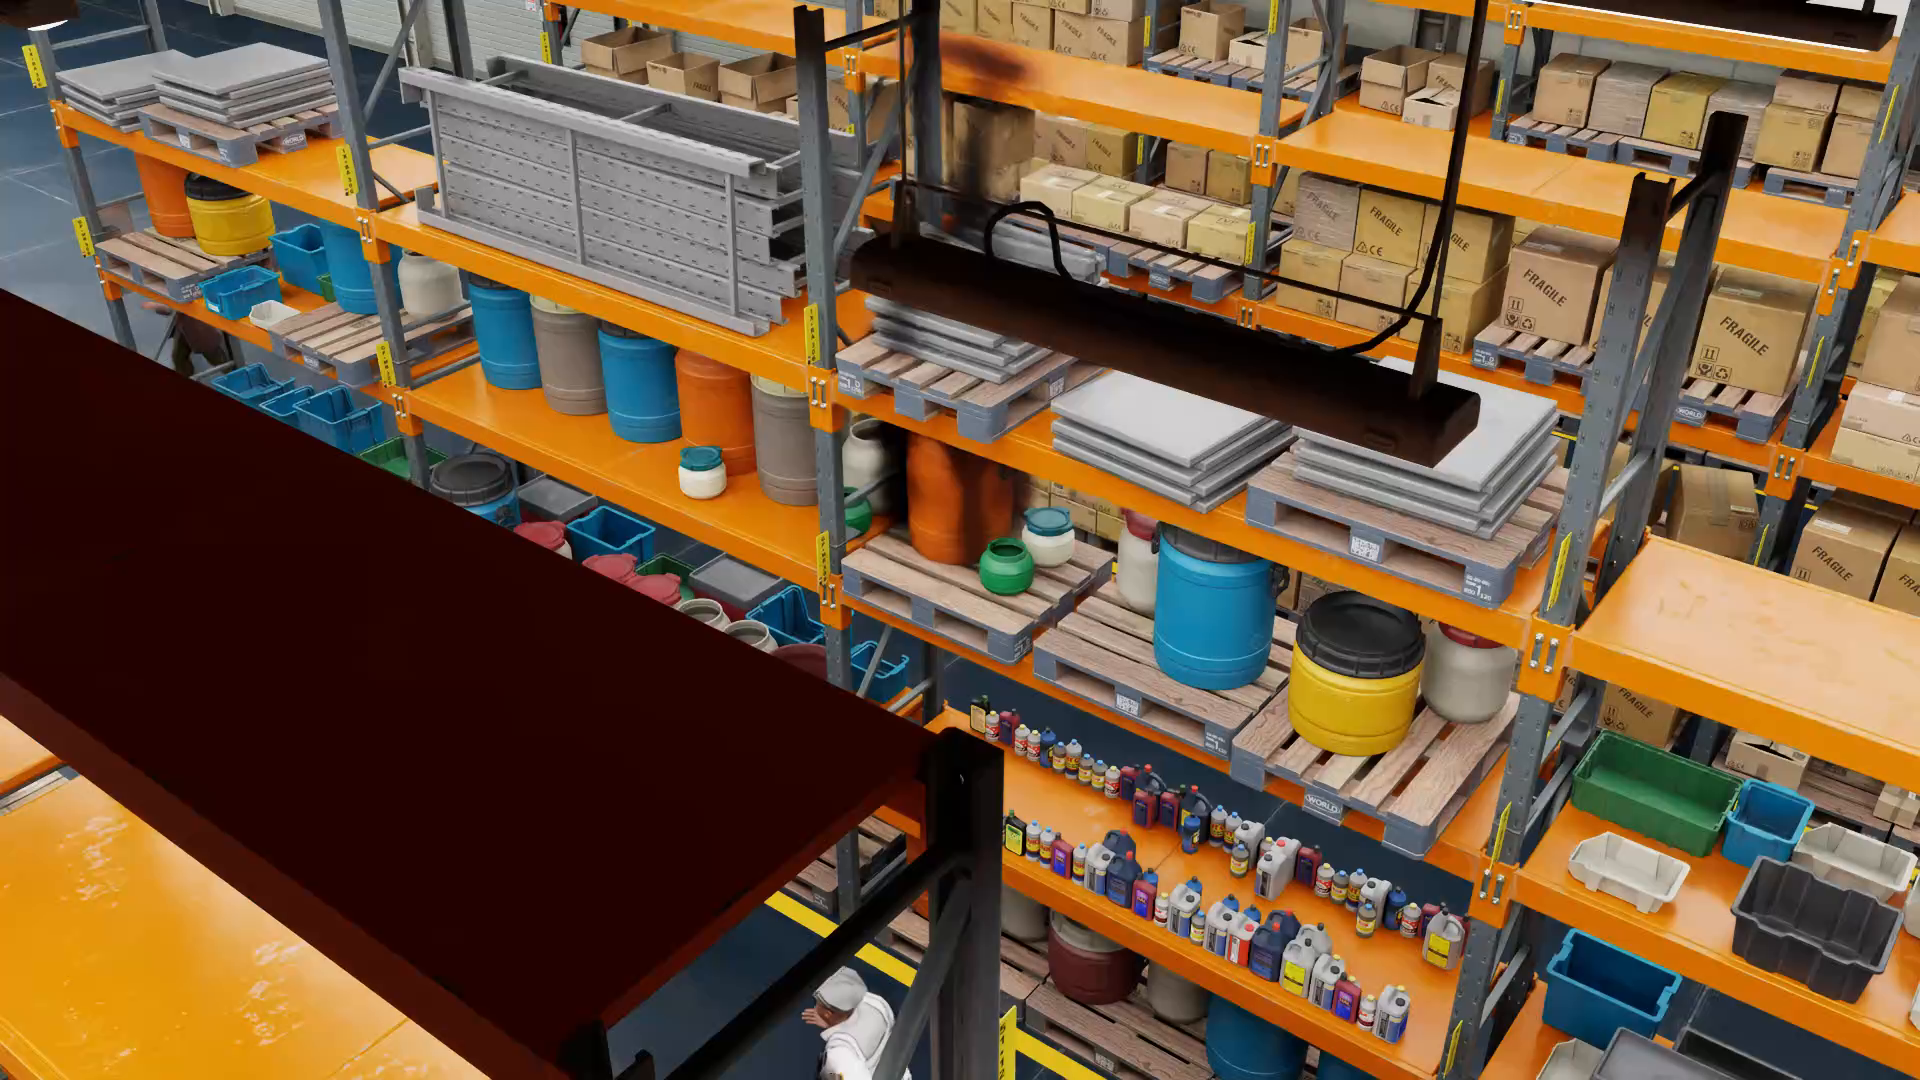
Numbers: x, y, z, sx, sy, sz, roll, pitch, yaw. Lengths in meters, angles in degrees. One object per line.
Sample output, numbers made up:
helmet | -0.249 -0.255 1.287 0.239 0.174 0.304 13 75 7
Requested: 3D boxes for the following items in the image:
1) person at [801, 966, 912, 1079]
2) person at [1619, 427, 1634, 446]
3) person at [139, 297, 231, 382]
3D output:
person | -0.431 2.929 8.357 0.919 1.865 0.649 19 36 28
person | 5.569 -0.277 14.105 0.876 1.702 0.650 18 36 27
person | -7.837 -2.173 17.108 0.955 1.835 0.672 -18 36 -27
